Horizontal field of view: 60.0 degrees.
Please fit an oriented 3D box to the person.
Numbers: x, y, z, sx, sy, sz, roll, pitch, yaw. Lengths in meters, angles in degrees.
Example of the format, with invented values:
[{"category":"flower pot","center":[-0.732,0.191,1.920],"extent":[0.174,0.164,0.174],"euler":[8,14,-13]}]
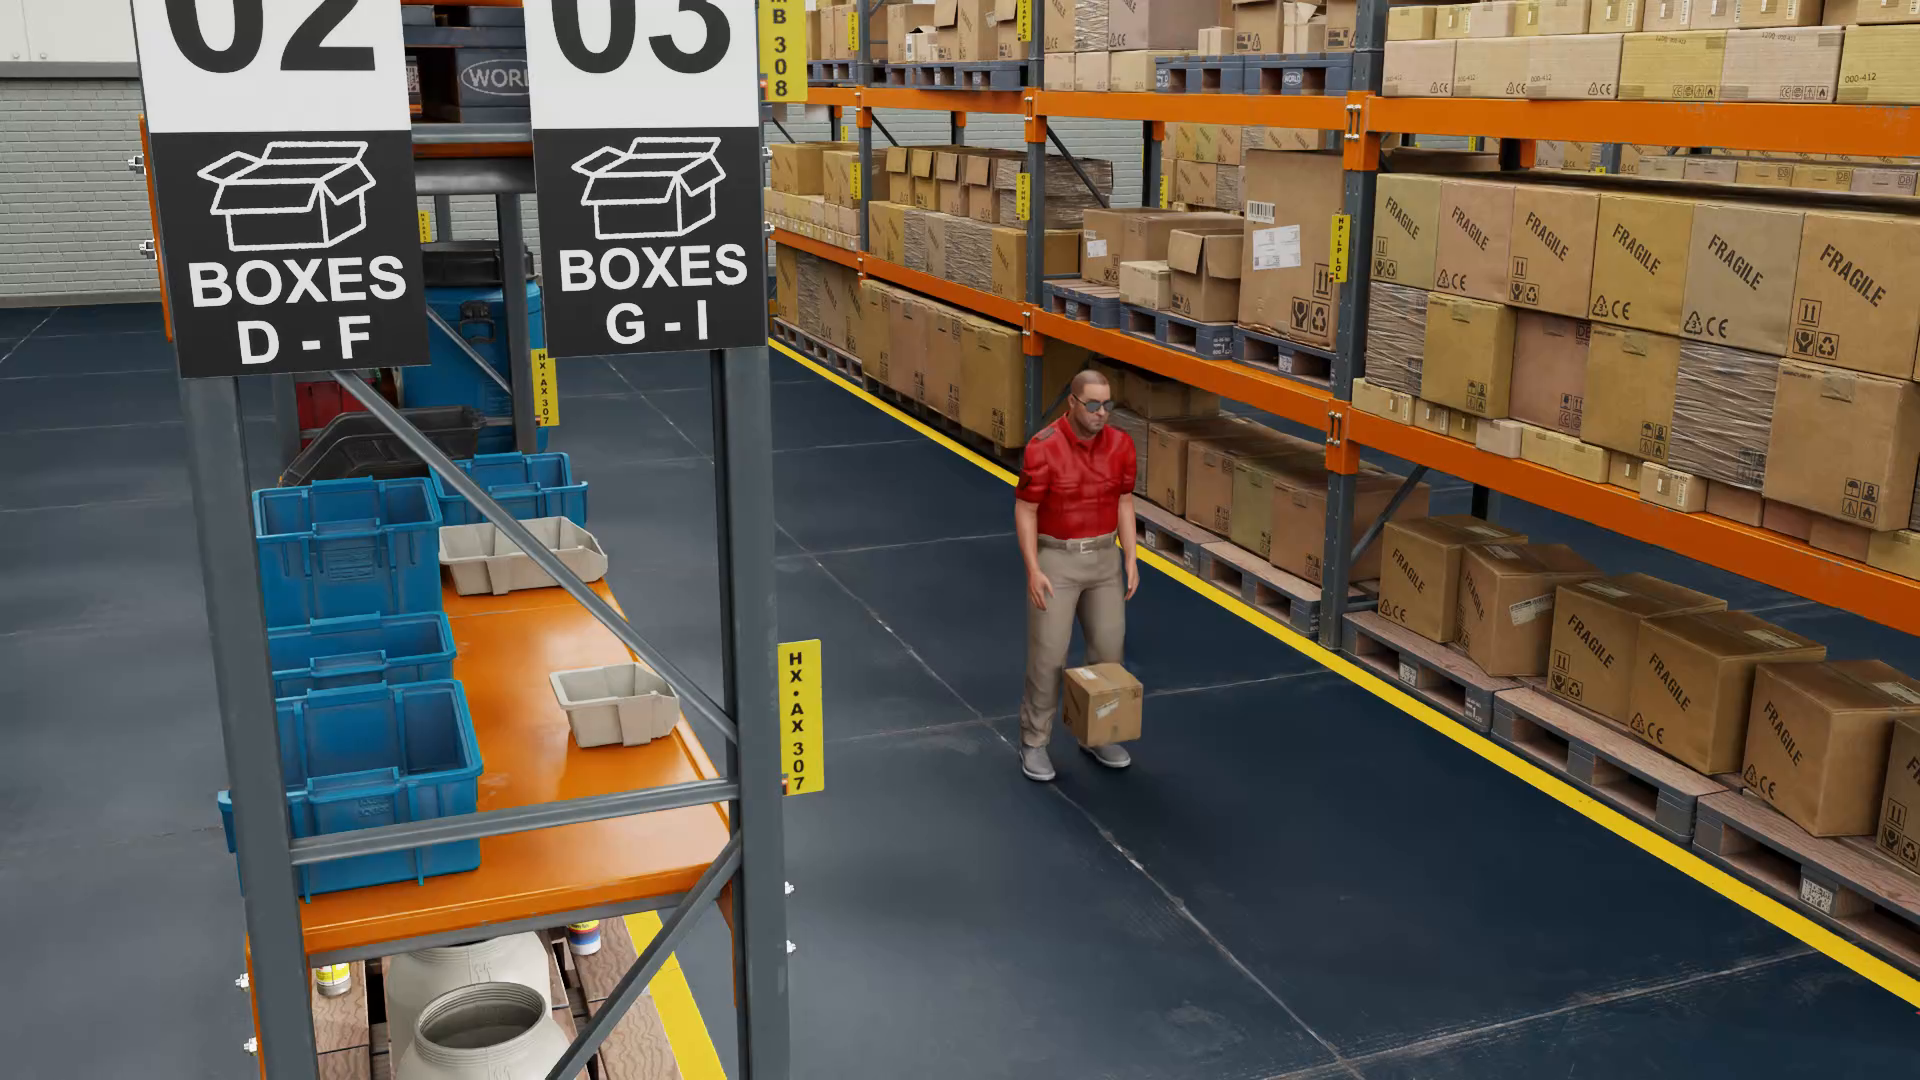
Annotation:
[{"category":"person","center":[0.504,0.129,7.082],"extent":[0.572,1.728,0.390],"euler":[-6,17,-22]}]
